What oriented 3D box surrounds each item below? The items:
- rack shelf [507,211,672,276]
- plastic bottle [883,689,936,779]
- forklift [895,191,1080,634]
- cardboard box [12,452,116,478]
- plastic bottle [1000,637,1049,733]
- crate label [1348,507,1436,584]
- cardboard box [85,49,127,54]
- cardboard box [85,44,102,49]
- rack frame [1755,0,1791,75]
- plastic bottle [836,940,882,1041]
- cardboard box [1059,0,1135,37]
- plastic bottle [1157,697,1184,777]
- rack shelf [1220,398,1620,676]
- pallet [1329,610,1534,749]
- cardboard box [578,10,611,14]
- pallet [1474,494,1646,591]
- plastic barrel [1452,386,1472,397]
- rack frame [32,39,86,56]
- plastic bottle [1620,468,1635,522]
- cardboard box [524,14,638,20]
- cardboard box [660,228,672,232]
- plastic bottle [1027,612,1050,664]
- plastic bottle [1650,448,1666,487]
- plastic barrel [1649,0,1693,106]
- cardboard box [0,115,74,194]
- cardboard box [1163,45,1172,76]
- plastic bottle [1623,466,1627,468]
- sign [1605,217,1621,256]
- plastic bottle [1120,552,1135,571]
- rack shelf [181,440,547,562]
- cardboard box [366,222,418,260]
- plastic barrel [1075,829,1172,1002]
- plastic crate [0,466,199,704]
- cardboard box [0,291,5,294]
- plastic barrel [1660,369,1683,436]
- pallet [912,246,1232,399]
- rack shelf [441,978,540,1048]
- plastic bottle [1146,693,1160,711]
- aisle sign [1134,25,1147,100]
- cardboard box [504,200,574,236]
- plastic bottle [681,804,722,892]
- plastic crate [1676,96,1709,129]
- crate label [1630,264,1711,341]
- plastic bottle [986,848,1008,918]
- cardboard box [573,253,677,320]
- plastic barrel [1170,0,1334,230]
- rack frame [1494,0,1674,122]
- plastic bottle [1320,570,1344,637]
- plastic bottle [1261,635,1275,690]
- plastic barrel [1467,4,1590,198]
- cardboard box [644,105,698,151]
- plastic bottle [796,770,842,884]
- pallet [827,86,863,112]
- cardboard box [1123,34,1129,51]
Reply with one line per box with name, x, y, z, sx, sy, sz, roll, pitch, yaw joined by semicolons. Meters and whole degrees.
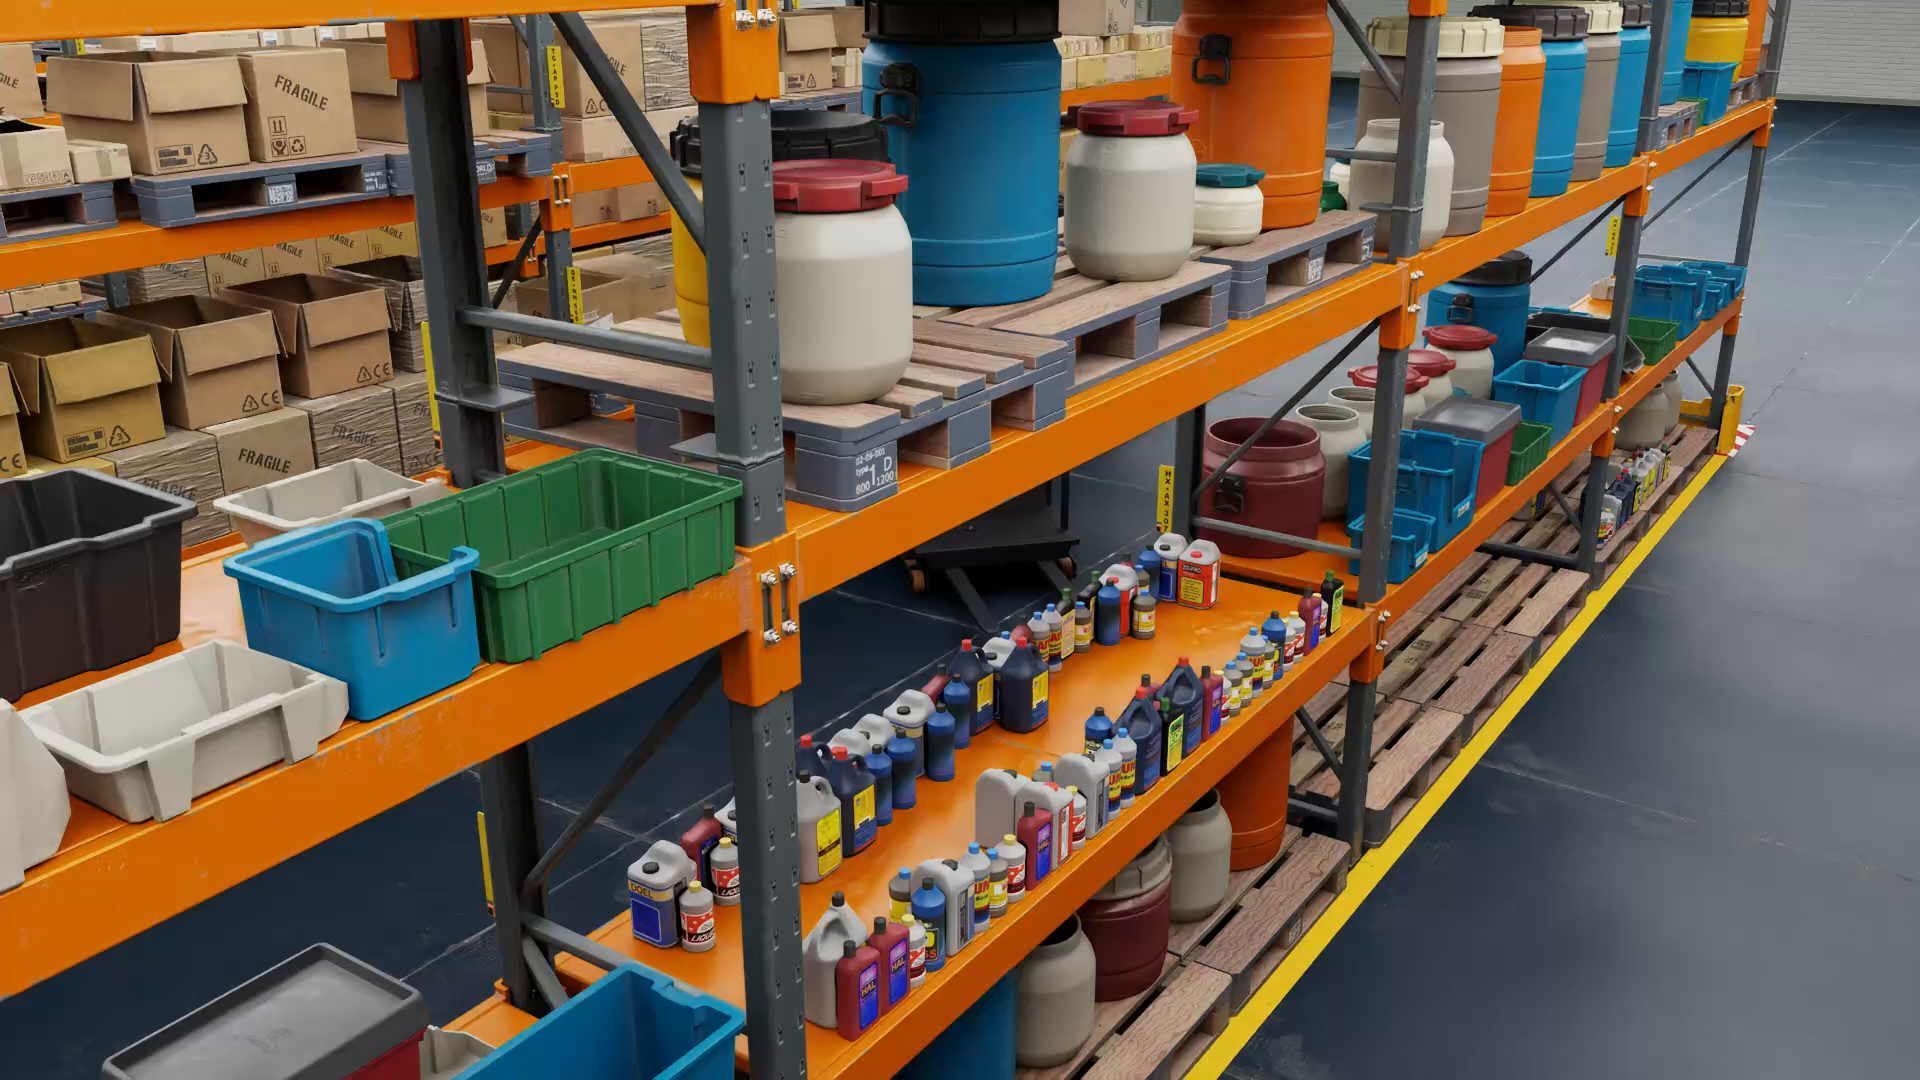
rack shelf;-3.348;-3.349;17.532;1.077;0.370;4.000;13;24;32
plastic bottle;-0.179;0.672;5.803;0.152;0.276;0.135;13;24;32
forklift;0.142;-1.162;10.682;1.130;2.935;3.031;-5;21;-12
cardboard box;-4.177;-0.096;7.556;0.500;0.500;0.500;13;24;32
plastic bottle;0.239;0.515;6.119;0.144;0.351;0.185;13;24;32
crate label;1.968;0.028;7.607;0.303;0.233;0.416;13;24;32
cardboard box;-6.401;-3.563;12.361;0.380;0.149;0.250;12;24;30
cardboard box;-6.566;-3.721;12.764;0.380;0.166;0.250;13;24;32
rack frame;5.918;-5.112;12.613;1.000;3.000;0.127;13;24;32
plastic bottle;-0.269;1.178;4.426;0.061;0.283;0.133;13;24;32
cardboard box;1.160;-4.598;14.254;0.500;0.500;0.500;13;24;32
plastic bottle;0.725;0.670;5.797;0.061;0.283;0.133;13;24;32
rack shelf;2.545;-0.239;9.125;1.077;0.370;4.000;13;24;32
pallet;2.575;0.742;9.455;1.003;0.211;1.213;13;24;32
cardboard box;-3.683;-5.063;15.844;0.500;0.250;0.500;13;24;31
pallet;4.081;-0.027;11.534;1.003;0.211;1.213;13;24;32
plastic barrel;2.798;-0.736;9.630;0.301;0.262;0.301;0;20;0
rack frame;-6.721;-4.779;11.713;1.000;3.000;0.127;13;24;32
plastic bottle;4.572;-0.319;11.489;0.144;0.351;0.185;12;24;30
cardboard box;-2.335;-2.992;10.341;0.500;0.500;0.500;13;24;32
cardboard box;-3.043;-3.001;18.010;0.875;0.875;0.875;13;24;31
plastic bottle;0.303;0.412;6.514;0.097;0.271;0.097;0;20;0
plastic bottle;5.084;-0.548;12.214;0.152;0.276;0.135;13;24;32
plastic barrel;4.317;-3.254;10.587;0.600;0.901;0.708;13;24;32
cardboard box;-4.233;-1.680;7.183;0.500;0.311;0.500;12;24;30
cardboard box;1.761;-4.413;15.263;0.500;0.250;0.500;14;24;33
plastic bottle;4.791;-0.436;12.018;0.097;0.201;0.097;0;20;0
sign;5.465;-2.537;13.900;0.100;0.325;0.005;13;24;32
plastic bottle;0.688;0.198;7.073;0.061;0.283;0.133;13;24;32
rack shelf;-3.800;-0.057;8.634;1.077;0.370;4.000;13;24;32
cardboard box;-5.113;-2.668;14.509;0.500;0.500;0.500;14;24;32
plastic barrel;0.525;1.399;6.530;0.600;0.588;0.708;13;24;32
plastic crate;-1.753;0.102;3.029;0.497;0.269;0.590;13;24;32
cardboard box;-6.916;-1.800;11.636;0.380;0.149;0.250;14;24;33
plastic barrel;5.611;-1.125;13.462;0.421;0.512;0.421;0;20;0
pallet;0.167;-0.743;5.399;1.003;0.211;1.213;13;24;32
rack shelf;-1.952;2.056;2.920;1.077;0.370;4.000;13;24;32
plastic bottle;0.674;0.659;5.829;0.061;0.283;0.133;13;24;32
aisle sign;1.608;-4.560;16.021;0.394;0.787;0.004;13;24;32
cardboard box;-4.275;-3.291;16.123;0.875;0.550;0.550;13;24;32
plastic bottle;-0.781;0.948;5.046;0.061;0.283;0.133;13;24;32
plastic crate;4.781;-2.858;11.148;0.336;0.188;0.450;13;24;32
crate label;5.107;-1.734;12.078;0.502;0.435;0.616;13;24;32
plastic bottle;0.096;1.019;4.974;0.097;0.201;0.097;0;20;0
cardboard box;-2.174;-1.555;10.896;0.700;0.500;0.500;18;27;40
plastic barrel;1.099;-1.646;6.342;0.600;0.830;0.708;13;24;32
rack frame;3.669;-3.964;9.511;1.000;3.000;0.127;13;24;32
plastic bottle;1.546;0.251;6.930;0.061;0.283;0.133;13;24;32
plastic bottle;1.172;0.469;6.459;0.097;0.201;0.097;0;20;0
plastic barrel;2.828;-2.229;8.421;0.600;0.901;0.708;13;24;32
cardboard box;-1.912;-2.538;10.194;0.500;0.250;0.500;14;24;33
plastic bottle;-0.463;0.869;5.164;0.144;0.351;0.185;13;24;32
pallet;-0.862;-3.279;12.252;1.213;0.211;1.003;13;24;32
cardboard box;1.254;-4.372;14.579;0.380;0.149;0.250;14;24;32
